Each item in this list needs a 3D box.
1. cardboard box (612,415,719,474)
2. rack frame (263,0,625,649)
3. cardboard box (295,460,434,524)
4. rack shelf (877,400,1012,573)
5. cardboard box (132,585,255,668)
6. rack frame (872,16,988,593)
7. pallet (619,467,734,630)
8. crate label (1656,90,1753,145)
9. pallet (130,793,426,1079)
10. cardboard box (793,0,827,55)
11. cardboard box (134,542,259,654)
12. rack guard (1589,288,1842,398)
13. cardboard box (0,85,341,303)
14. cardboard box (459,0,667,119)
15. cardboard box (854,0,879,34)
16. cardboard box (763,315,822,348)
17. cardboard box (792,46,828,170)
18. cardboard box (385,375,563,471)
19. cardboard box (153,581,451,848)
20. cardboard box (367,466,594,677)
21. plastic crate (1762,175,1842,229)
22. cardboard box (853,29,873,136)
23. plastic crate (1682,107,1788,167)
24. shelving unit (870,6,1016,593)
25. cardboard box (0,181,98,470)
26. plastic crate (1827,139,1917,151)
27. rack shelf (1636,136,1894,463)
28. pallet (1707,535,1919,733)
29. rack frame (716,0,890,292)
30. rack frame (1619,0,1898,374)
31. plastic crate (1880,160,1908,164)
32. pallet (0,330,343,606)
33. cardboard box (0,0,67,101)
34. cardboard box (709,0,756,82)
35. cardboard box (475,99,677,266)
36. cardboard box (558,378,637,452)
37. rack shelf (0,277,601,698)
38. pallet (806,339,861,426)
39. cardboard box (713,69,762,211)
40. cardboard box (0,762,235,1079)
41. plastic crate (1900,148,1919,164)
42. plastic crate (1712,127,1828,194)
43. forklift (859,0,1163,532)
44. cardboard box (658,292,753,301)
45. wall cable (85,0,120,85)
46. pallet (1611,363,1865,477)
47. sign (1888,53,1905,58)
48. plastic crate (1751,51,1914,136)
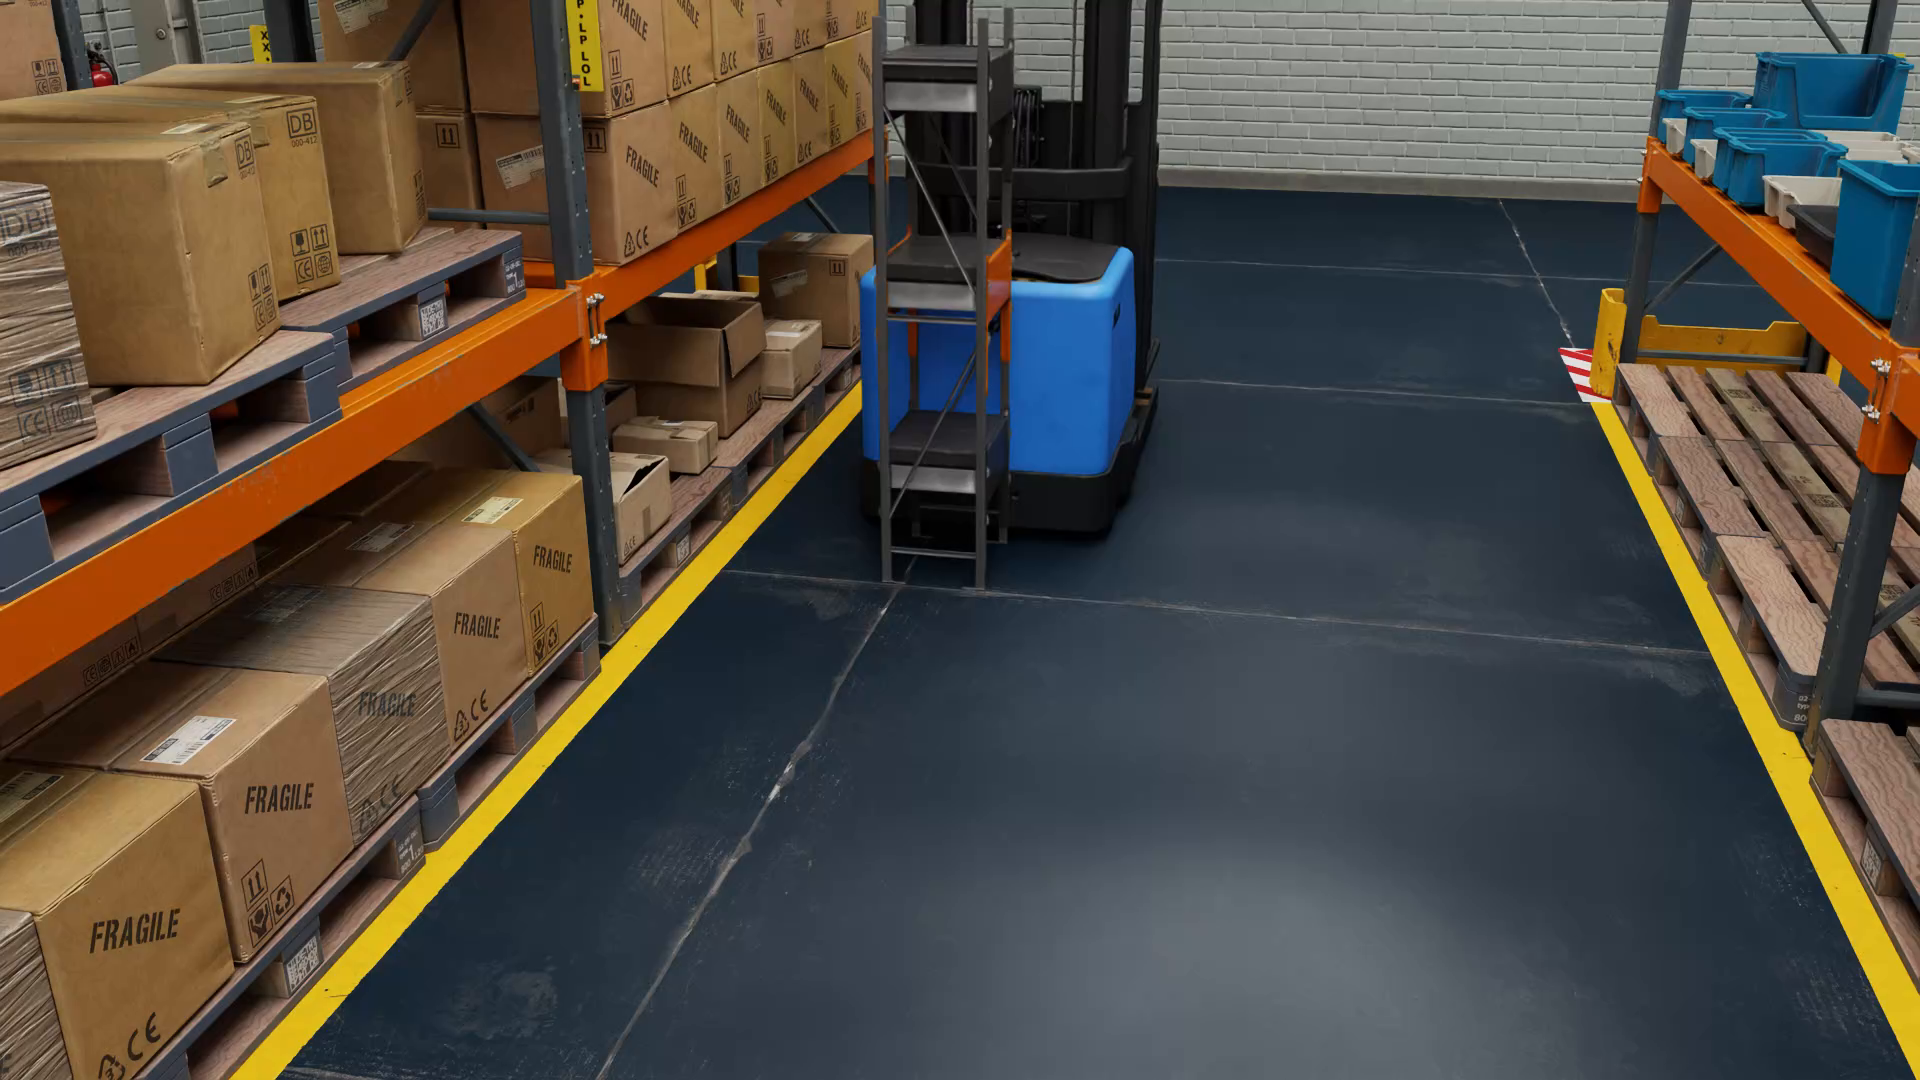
[{"bbox_3d":[-1.249,-0.411,7.062,0.380,0.166,0.250,4,22,11],"label":"cardboard box"},{"bbox_3d":[-1.713,-1.067,5.488,1.000,3.000,0.127,4,22,11],"label":"rack frame"},{"bbox_3d":[-2.050,0.047,5.479,0.500,0.500,0.500,3,22,8],"label":"cardboard box"},{"bbox_3d":[-0.052,-0.218,6.495,0.431,0.518,0.480,4,22,11],"label":"rack shelf"},{"bbox_3d":[-2.257,0.425,4.540,0.500,0.500,0.500,5,22,12],"label":"cardboard box"},{"bbox_3d":[-0.102,-0.791,6.007,0.400,2.100,0.015,4,22,11],"label":"rack frame"},{"bbox_3d":[-1.572,-0.024,6.632,1.003,0.211,1.213,4,22,11],"label":"pallet"},{"bbox_3d":[3.579,-2.036,8.037,0.416,0.233,0.303,4,22,11],"label":"crate label"},{"bbox_3d":[-2.088,0.974,4.152,1.003,0.211,1.213,4,22,11],"label":"pallet"},{"bbox_3d":[-0.922,-2.482,7.528,0.500,0.500,0.500,5,22,12],"label":"cardboard box"},{"bbox_3d":[-2.254,0.065,4.431,0.500,0.250,0.500,5,22,11],"label":"cardboard box"},{"bbox_3d":[3.944,-1.001,8.670,1.175,0.500,0.348,4,22,11],"label":"rack guard"},{"bbox_3d":[-2.107,-0.896,4.366,0.700,0.500,0.500,8,23,19],"label":"cardboard box"},{"bbox_3d":[-1.341,-1.728,5.657,0.500,0.500,0.500,5,22,12],"label":"cardboard box"},{"bbox_3d":[-0.718,-2.856,8.458,0.500,0.500,0.500,4,22,10],"label":"cardboard box"},{"bbox_3d":[-0.937,-1.061,8.676,0.380,0.166,0.250,4,22,11],"label":"cardboard box"},{"bbox_3d":[-0.931,-2.020,7.719,0.500,0.500,0.500,5,22,11],"label":"cardboard box"},{"bbox_3d":[-1.874,-0.342,6.444,0.500,0.500,0.500,4,22,11],"label":"cardboard box"},{"bbox_3d":[-1.745,0.454,4.468,0.500,0.500,0.500,5,22,12],"label":"cardboard box"},{"bbox_3d":[-1.533,0.091,5.370,0.500,0.500,0.500,4,22,11],"label":"cardboard box"},{"bbox_3d":[3.197,-1.253,6.223,0.293,0.136,0.466,4,22,11],"label":"plastic crate"},{"bbox_3d":[-0.721,-2.392,8.643,0.500,0.500,0.500,5,23,13],"label":"cardboard box"},{"bbox_3d":[3.445,-1.795,7.439,0.416,0.233,0.300,4,22,11],"label":"plastic crate"},{"bbox_3d":[-0.052,-0.880,6.228,0.431,2.100,0.503,4,22,11],"label":"shelving unit"},{"bbox_3d":[-2.137,-0.404,3.146,0.700,0.500,0.500,9,24,21],"label":"cardboard box"},{"bbox_3d":[3.889,-1.639,7.182,0.396,0.136,0.243,4,22,11],"label":"plastic crate"},{"bbox_3d":[3.544,-1.086,6.497,1.077,0.370,4.000,4,22,11],"label":"rack shelf"},{"bbox_3d":[3.248,0.334,5.743,1.003,0.211,1.213,4,22,11],"label":"pallet"},{"bbox_3d":[-0.897,-2.530,9.120,1.000,3.000,0.127,4,22,11],"label":"rack frame"},{"bbox_3d":[3.952,-2.151,8.179,1.000,3.000,0.127,4,22,11],"label":"rack frame"},{"bbox_3d":[3.814,-1.426,6.652,0.298,0.136,0.250,4,22,11],"label":"plastic crate"},{"bbox_3d":[-2.137,-0.227,3.658,1.003,0.211,1.213,4,22,11],"label":"pallet"},{"bbox_3d":[-5.841,-2.858,9.533,0.980,0.700,0.700,5,23,13],"label":"cardboard box"},{"bbox_3d":[-1.131,-2.105,6.592,0.500,0.500,0.500,4,22,9],"label":"cardboard box"},{"bbox_3d":[-1.342,-1.279,5.880,0.500,0.500,0.500,5,22,12],"label":"cardboard box"},{"bbox_3d":[-1.721,-0.528,7.160,0.500,0.311,0.500,4,22,11],"label":"cardboard box"},{"bbox_3d":[-2.121,-0.002,3.806,1.077,0.370,4.000,4,22,11],"label":"rack shelf"},{"bbox_3d":[-1.074,-0.917,8.848,1.003,0.211,1.213,4,22,11],"label":"pallet"},{"bbox_3d":[-1.136,-1.649,6.800,0.500,0.500,0.500,4,22,11],"label":"cardboard box"},{"bbox_3d":[-1.948,0.832,3.530,0.500,0.500,0.500,4,22,10],"label":"cardboard box"},{"bbox_3d":[3.628,-1.205,5.909,0.437,0.282,0.530,4,22,11],"label":"plastic crate"},{"bbox_3d":[3.310,-1.554,6.842,0.416,0.233,0.300,4,22,11],"label":"plastic crate"},{"bbox_3d":[0.386,-1.911,7.675,1.130,2.935,3.031,4,22,11],"label":"forklift"},{"bbox_3d":[-1.387,-1.098,8.657,0.500,0.250,0.500,4,22,11],"label":"cardboard box"},{"bbox_3d":[-6.412,-3.918,11.206,0.084,1.984,1.851,4,22,11],"label":"wall cable"},{"bbox_3d":[3.746,-0.559,7.958,1.003,0.211,1.213,4,22,11],"label":"pallet"},{"bbox_3d":[4.494,-2.191,8.059,0.100,0.325,0.005,4,22,11],"label":"sign"},{"bbox_3d":[4.066,-2.058,7.822,0.616,0.435,0.499,4,22,11],"label":"plastic crate"}]
